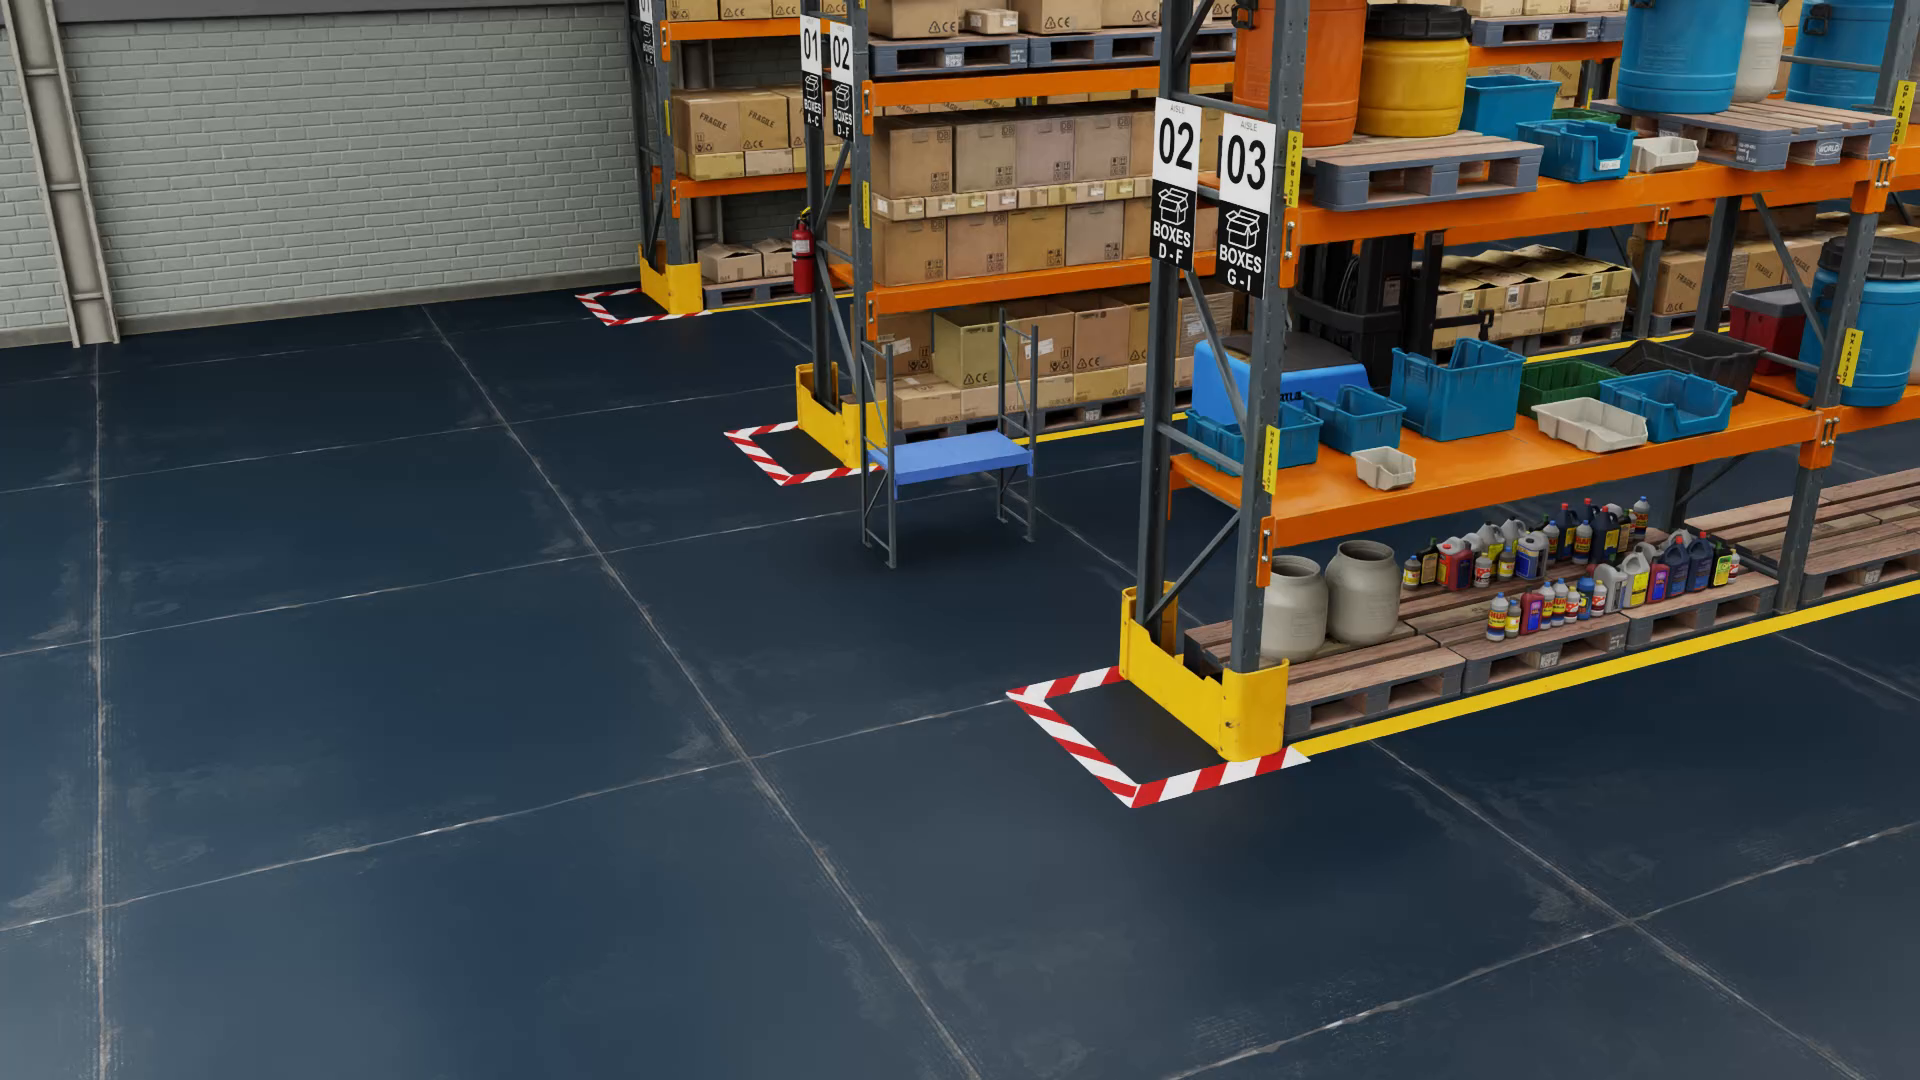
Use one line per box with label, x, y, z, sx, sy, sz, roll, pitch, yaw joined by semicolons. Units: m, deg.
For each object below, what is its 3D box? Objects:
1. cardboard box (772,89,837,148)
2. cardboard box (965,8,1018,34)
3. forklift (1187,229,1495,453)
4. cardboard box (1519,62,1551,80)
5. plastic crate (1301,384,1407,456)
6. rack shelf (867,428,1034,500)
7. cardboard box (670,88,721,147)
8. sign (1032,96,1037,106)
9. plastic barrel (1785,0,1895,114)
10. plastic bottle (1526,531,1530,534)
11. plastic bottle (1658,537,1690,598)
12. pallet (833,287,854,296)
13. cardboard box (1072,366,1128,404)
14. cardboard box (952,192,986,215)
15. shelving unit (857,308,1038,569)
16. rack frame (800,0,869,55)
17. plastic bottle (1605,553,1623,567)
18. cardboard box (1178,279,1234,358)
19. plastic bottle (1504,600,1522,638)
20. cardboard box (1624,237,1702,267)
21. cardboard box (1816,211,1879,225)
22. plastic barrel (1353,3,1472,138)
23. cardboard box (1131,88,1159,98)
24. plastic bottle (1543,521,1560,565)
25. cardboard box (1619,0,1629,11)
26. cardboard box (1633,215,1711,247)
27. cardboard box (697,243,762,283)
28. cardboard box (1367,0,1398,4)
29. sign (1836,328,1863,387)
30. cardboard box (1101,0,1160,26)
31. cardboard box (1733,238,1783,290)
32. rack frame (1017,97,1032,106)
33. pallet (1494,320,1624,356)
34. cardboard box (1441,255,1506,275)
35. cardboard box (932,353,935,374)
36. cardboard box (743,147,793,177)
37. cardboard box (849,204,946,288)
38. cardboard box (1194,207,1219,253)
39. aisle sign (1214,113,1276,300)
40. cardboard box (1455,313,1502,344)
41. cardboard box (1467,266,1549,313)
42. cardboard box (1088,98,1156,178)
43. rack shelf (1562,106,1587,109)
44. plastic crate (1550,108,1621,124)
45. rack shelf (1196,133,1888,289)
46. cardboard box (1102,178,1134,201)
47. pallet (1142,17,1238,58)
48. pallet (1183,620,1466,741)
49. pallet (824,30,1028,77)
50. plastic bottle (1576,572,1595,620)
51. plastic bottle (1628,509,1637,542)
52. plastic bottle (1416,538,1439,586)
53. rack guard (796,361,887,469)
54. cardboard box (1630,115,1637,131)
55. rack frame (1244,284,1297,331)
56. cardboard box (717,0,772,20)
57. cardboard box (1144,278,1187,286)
cardboard box;-1.578;-4.280;16.858;0.500;0.500;0.500;-11;25;-25
cardboard box;0.231;-3.813;12.213;0.250;0.149;0.380;-10;25;-24
forklift;3.231;-1.834;11.848;3.031;2.935;1.130;-9;24;-20
cardboard box;6.994;-5.788;20.765;0.500;0.500;0.500;-10;25;-23
plastic crate;2.149;-0.665;9.129;0.408;0.251;0.499;-10;25;-24
rack shelf;-0.077;-0.513;10.998;1.000;0.185;0.538;-10;25;-24
cardboard box;-2.724;-4.294;16.891;0.500;0.500;0.500;-11;25;-24
sign;0.790;-4.734;17.633;0.005;0.325;0.100;-10;25;-24
plastic barrel;5.208;-2.882;9.714;0.708;0.901;0.600;-10;25;-24
plastic bottle;3.501;0.045;10.302;0.097;0.201;0.097;0;22;0
plastic bottle;4.216;0.153;9.846;0.185;0.351;0.144;-12;25;-26
pallet;-1.143;-2.904;17.989;1.213;0.211;1.003;-10;25;-24
cardboard box;1.027;-1.334;13.596;0.500;0.250;0.500;-10;25;-24
cardboard box;0.004;-2.572;12.563;0.250;0.149;0.380;-10;25;-23
shelving unit;-0.077;-0.679;10.929;1.048;1.500;0.538;-10;25;-24
rack frame;-0.905;-4.922;11.374;0.127;3.000;1.000;-10;25;-24
plastic bottle;3.857;0.207;9.805;0.133;0.283;0.061;-10;25;-24
cardboard box;1.920;-1.852;13.868;0.500;0.500;0.500;-10;25;-24
plastic bottle;3.102;0.437;9.355;0.097;0.201;0.097;0;22;0
cardboard box;7.044;-2.761;16.691;0.500;0.500;0.500;-9;24;-22
cardboard box;9.366;-3.192;17.733;0.500;0.500;0.500;-12;25;-26
plastic barrel;2.212;-2.342;8.268;0.600;0.588;0.600;0;22;0
cardboard box;2.107;-5.052;18.827;0.500;0.500;0.700;-7;23;-16
plastic bottle;3.650;0.011;10.293;0.097;0.271;0.097;0;22;0
cardboard box;5.919;-4.893;14.873;0.500;0.250;0.500;-12;26;-28
cardboard box;7.093;-3.118;16.574;0.500;0.250;0.500;-9;24;-22
cardboard box;-2.394;-2.901;17.276;0.500;0.311;0.500;-14;26;-30
cardboard box;3.258;-4.423;13.738;0.500;0.250;0.500;-8;24;-18
sign;5.073;-1.042;9.483;0.005;0.325;0.100;-10;25;-24
cardboard box;1.161;-4.276;12.869;0.637;0.503;0.797;-8;24;-18
cardboard box;7.761;-2.672;16.477;0.500;0.500;0.500;-11;25;-24
rack frame;0.547;-4.520;18.247;0.127;3.000;1.000;-10;25;-24
pallet;5.545;-2.065;15.963;1.213;0.211;1.003;-10;25;-24
cardboard box;4.774;-2.500;15.680;0.500;0.311;0.500;-11;25;-25
cardboard box;-0.105;-1.351;13.638;0.500;0.250;0.500;-10;25;-24
cardboard box;-2.018;-3.859;16.820;0.500;0.250;0.500;-11;25;-25
cardboard box;-0.479;-2.269;12.678;0.500;0.500;0.700;-10;25;-24
cardboard box;1.830;-2.694;13.705;0.500;0.500;0.700;-11;25;-24
aisle sign;1.302;-1.530;7.626;0.004;0.787;0.394;-10;25;-24
cardboard box;4.555;-1.973;15.142;0.500;0.250;0.500;-10;24;-23
cardboard box;5.017;-2.316;15.237;0.500;0.311;0.500;-11;25;-24
cardboard box;1.396;-3.216;13.270;0.500;0.500;0.700;-10;25;-24
rack shelf;5.954;-5.183;20.789;4.000;0.370;1.077;-10;25;-24
plastic crate;3.304;-2.226;9.060;0.450;0.188;0.336;-10;25;-24
rack shelf;3.042;-1.827;8.761;4.000;0.370;1.077;-10;25;-24
cardboard box;1.164;-2.785;13.077;0.250;0.149;0.380;-10;24;-22
pallet;1.942;-4.008;13.204;1.213;0.211;1.003;-10;25;-24
pallet;2.022;0.685;9.320;1.213;0.211;1.003;-10;25;-24
pallet;-0.257;-3.603;12.226;1.213;0.211;1.003;-10;25;-24
plastic bottle;3.590;0.315;9.559;0.097;0.271;0.097;0;22;0
plastic bottle;4.275;-0.097;10.646;0.097;0.201;0.097;0;22;0
plastic bottle;2.802;0.128;9.994;0.133;0.283;0.061;-10;24;-22
rack guard;-0.927;-0.991;12.990;0.348;0.500;1.175;-10;25;-24
cardboard box;6.822;-3.860;15.974;0.700;0.500;0.500;21;30;41
rack frame;2.699;-2.813;14.124;0.127;3.000;1.000;-10;25;-24
cardboard box;-2.148;-5.344;16.159;0.500;0.500;0.500;-9;24;-20
cardboard box;1.698;-2.029;14.294;0.500;0.500;0.500;-10;25;-24
